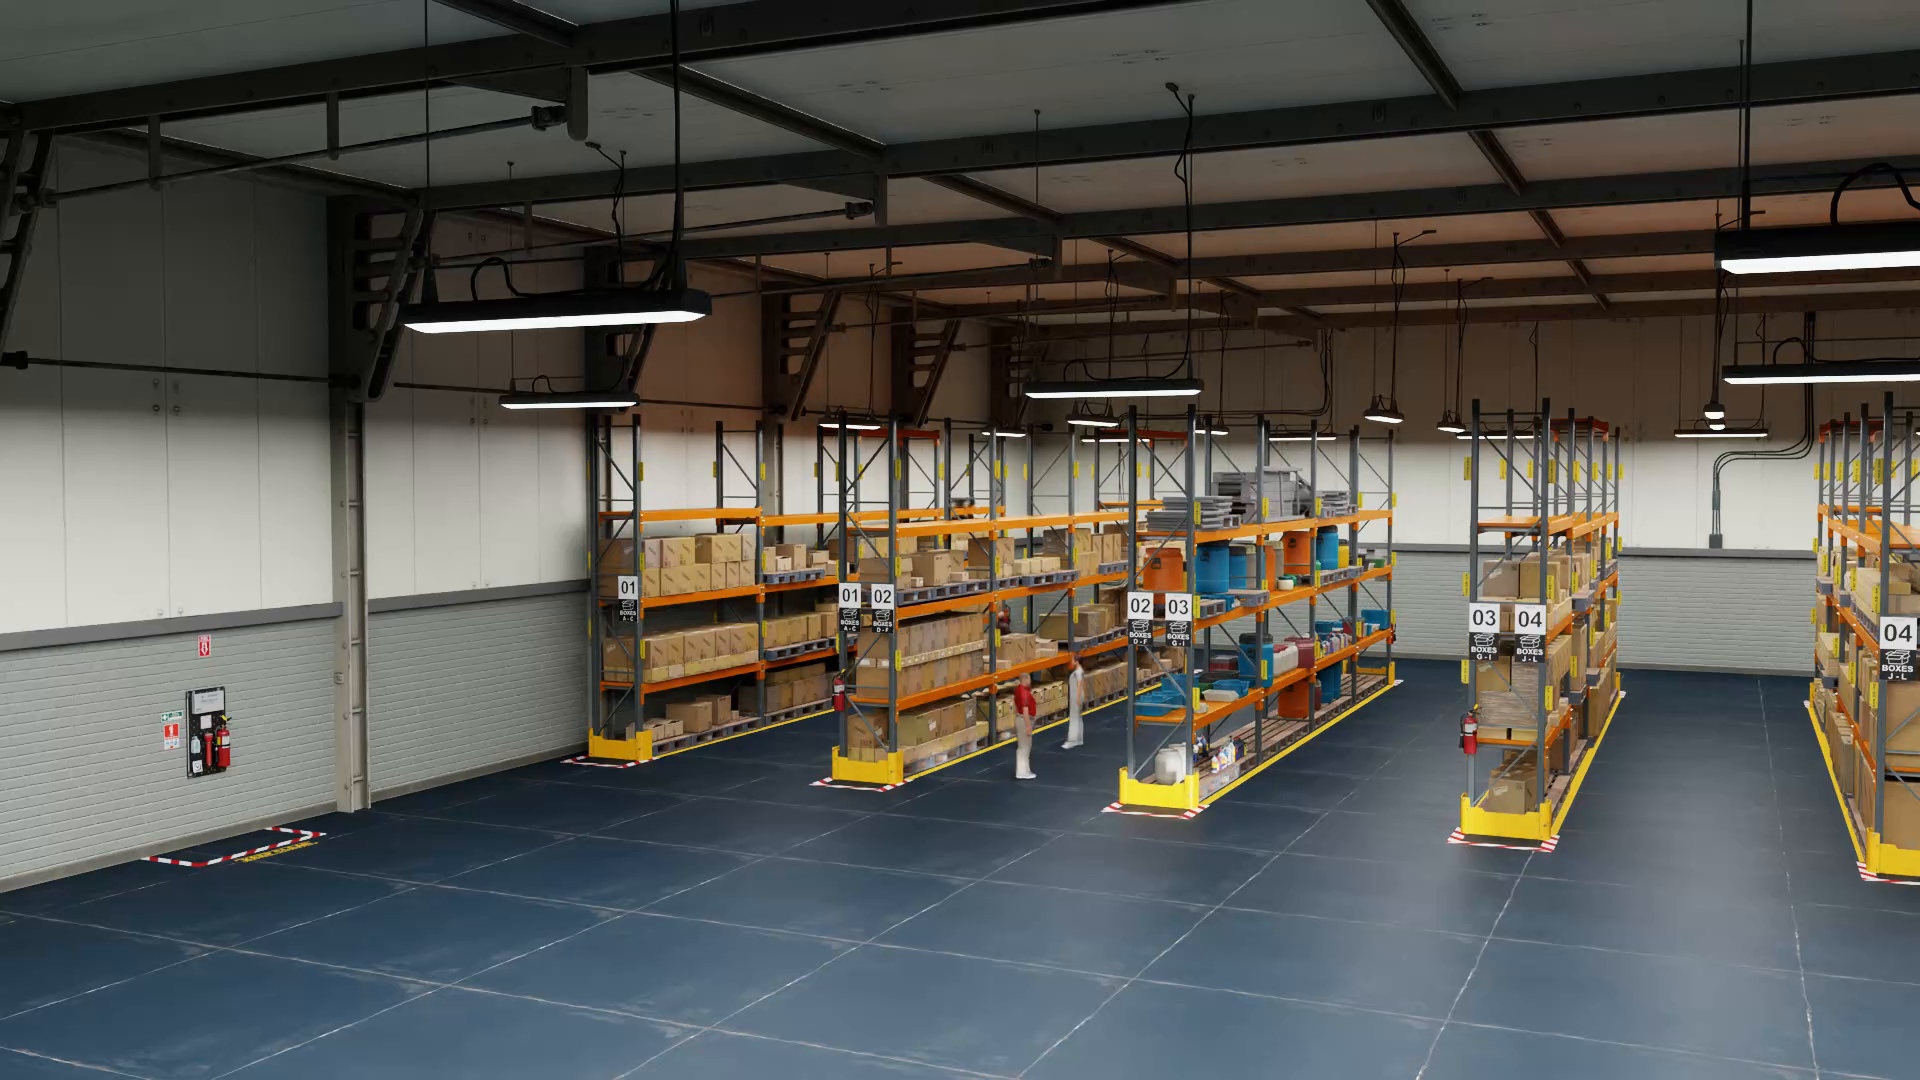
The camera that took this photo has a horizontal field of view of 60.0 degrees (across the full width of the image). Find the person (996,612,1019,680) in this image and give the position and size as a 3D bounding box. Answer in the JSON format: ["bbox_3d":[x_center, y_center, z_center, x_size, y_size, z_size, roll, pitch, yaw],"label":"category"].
[{"bbox_3d":[1.070,2.533,39.363,1.161,1.705,0.655,-1,2,-17],"label":"person"}]

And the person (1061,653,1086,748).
[{"bbox_3d":[2.087,2.919,30.317,0.447,1.689,0.580,0,2,6],"label":"person"}]

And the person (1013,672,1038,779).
[{"bbox_3d":[1.103,3.044,27.171,0.445,1.771,0.591,0,2,-8],"label":"person"}]
